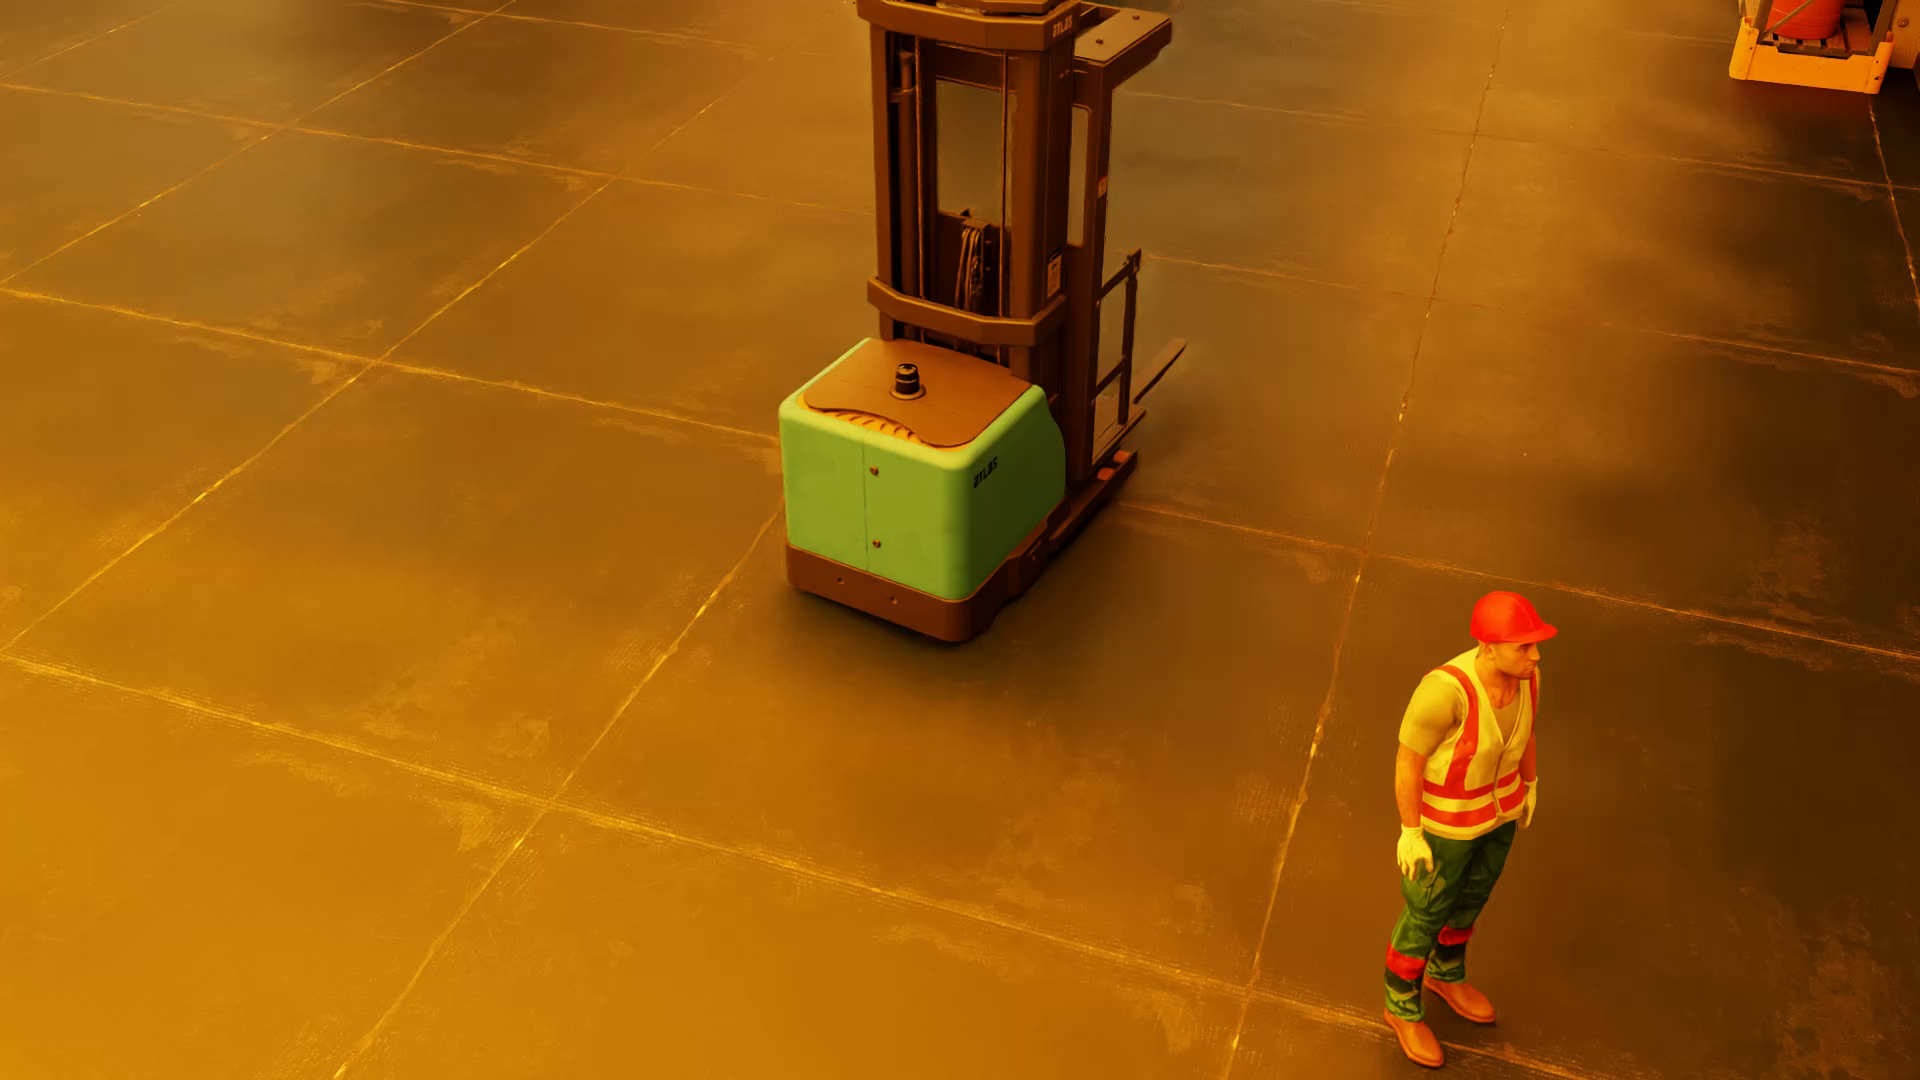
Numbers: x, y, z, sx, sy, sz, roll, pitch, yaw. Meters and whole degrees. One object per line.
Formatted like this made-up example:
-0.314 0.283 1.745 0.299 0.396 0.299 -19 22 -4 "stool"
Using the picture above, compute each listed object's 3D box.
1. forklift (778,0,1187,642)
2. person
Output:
0.312 -1.542 8.286 1.130 2.935 3.031 18 39 24 "forklift"
1.776 0.981 5.713 0.635 1.795 0.522 -18 39 -24 "person"
